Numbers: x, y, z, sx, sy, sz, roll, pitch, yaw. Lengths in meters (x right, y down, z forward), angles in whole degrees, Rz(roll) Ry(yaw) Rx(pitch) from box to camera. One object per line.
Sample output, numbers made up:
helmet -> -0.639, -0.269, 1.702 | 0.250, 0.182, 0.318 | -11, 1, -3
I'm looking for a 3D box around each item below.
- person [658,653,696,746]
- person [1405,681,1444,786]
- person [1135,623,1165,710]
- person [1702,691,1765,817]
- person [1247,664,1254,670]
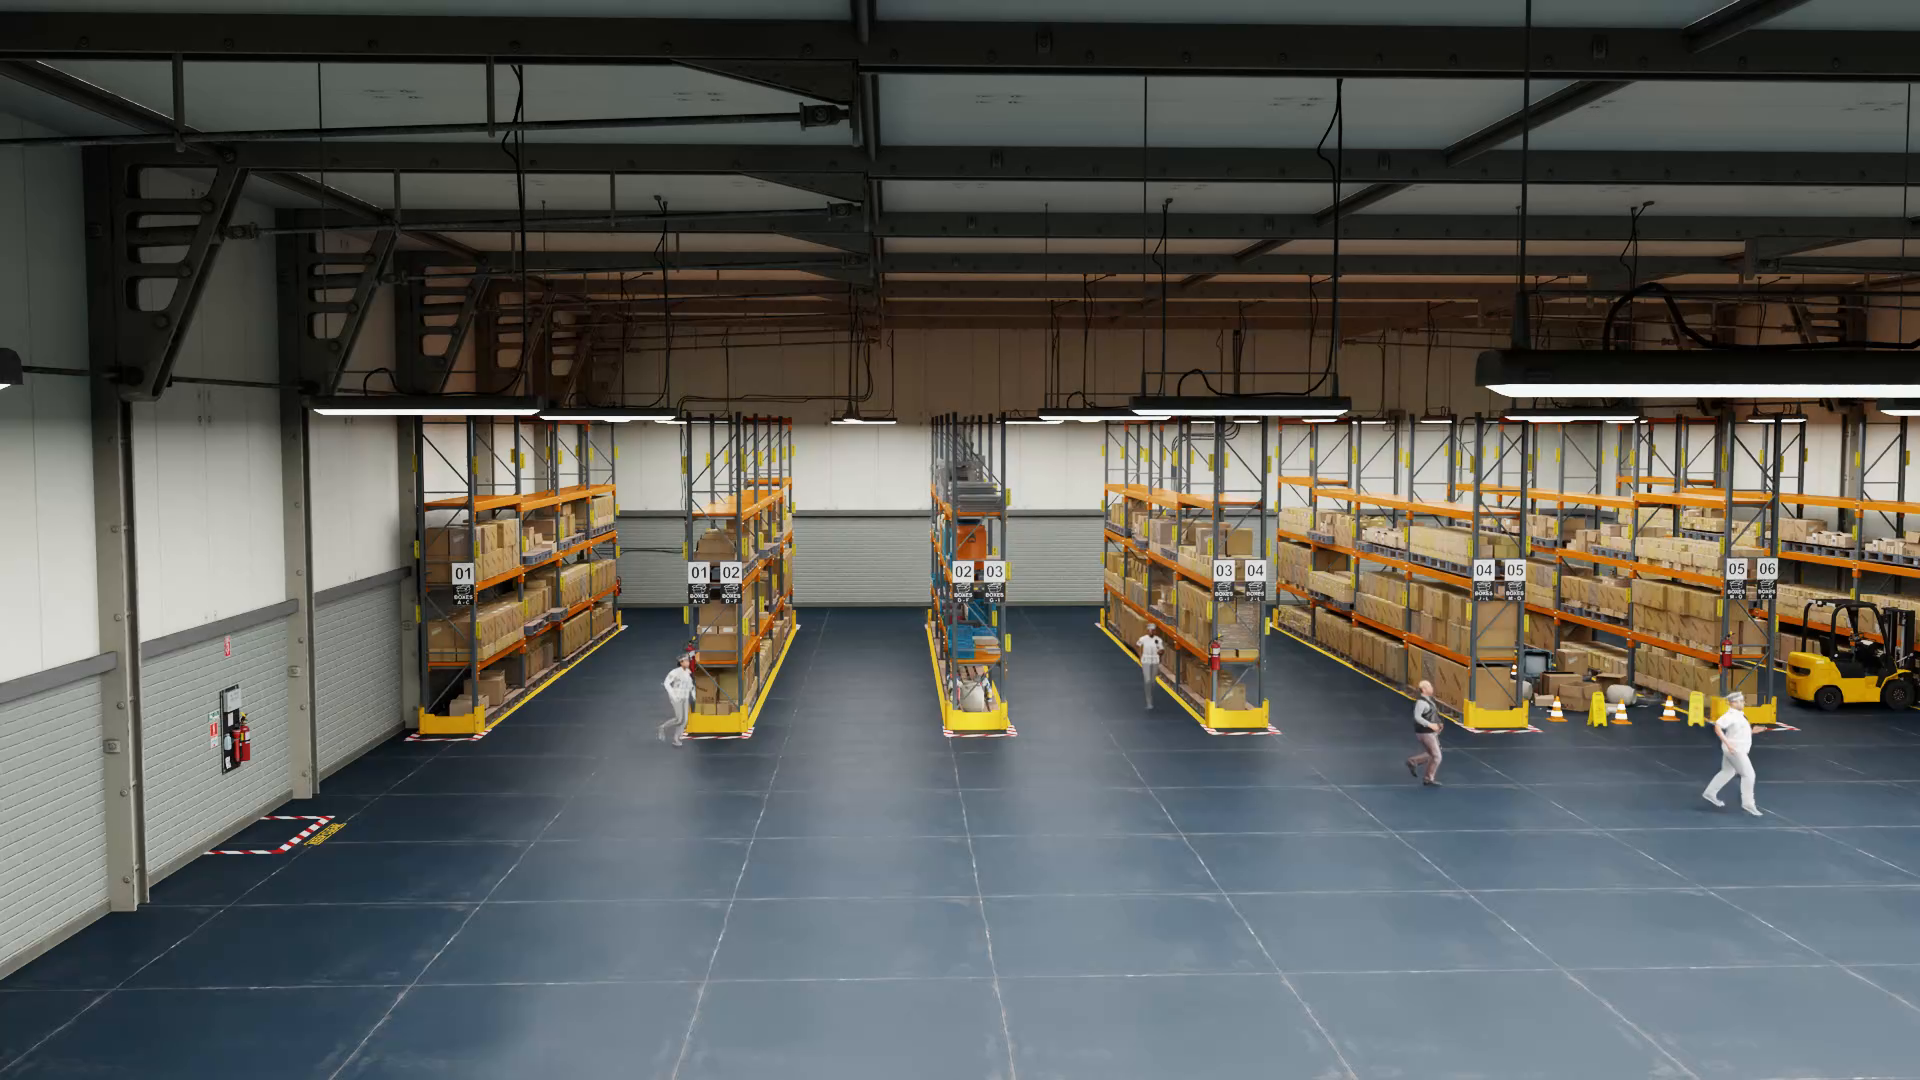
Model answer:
person -> -5.074, 2.861, 30.071 | 0.549, 1.639, 0.676 | 3, 5, 35
person -> 7.411, 3.078, 26.550 | 0.614, 1.673, 0.659 | 2, 4, 26
person -> 3.907, 2.555, 34.062 | 0.569, 1.741, 0.853 | 0, 4, -7
person -> 11.491, 3.151, 24.693 | 0.837, 1.839, 0.640 | 2, 4, 25
person -> 6.802, 2.218, 39.550 | 0.607, 1.648, 0.849 | -1, 4, -9
